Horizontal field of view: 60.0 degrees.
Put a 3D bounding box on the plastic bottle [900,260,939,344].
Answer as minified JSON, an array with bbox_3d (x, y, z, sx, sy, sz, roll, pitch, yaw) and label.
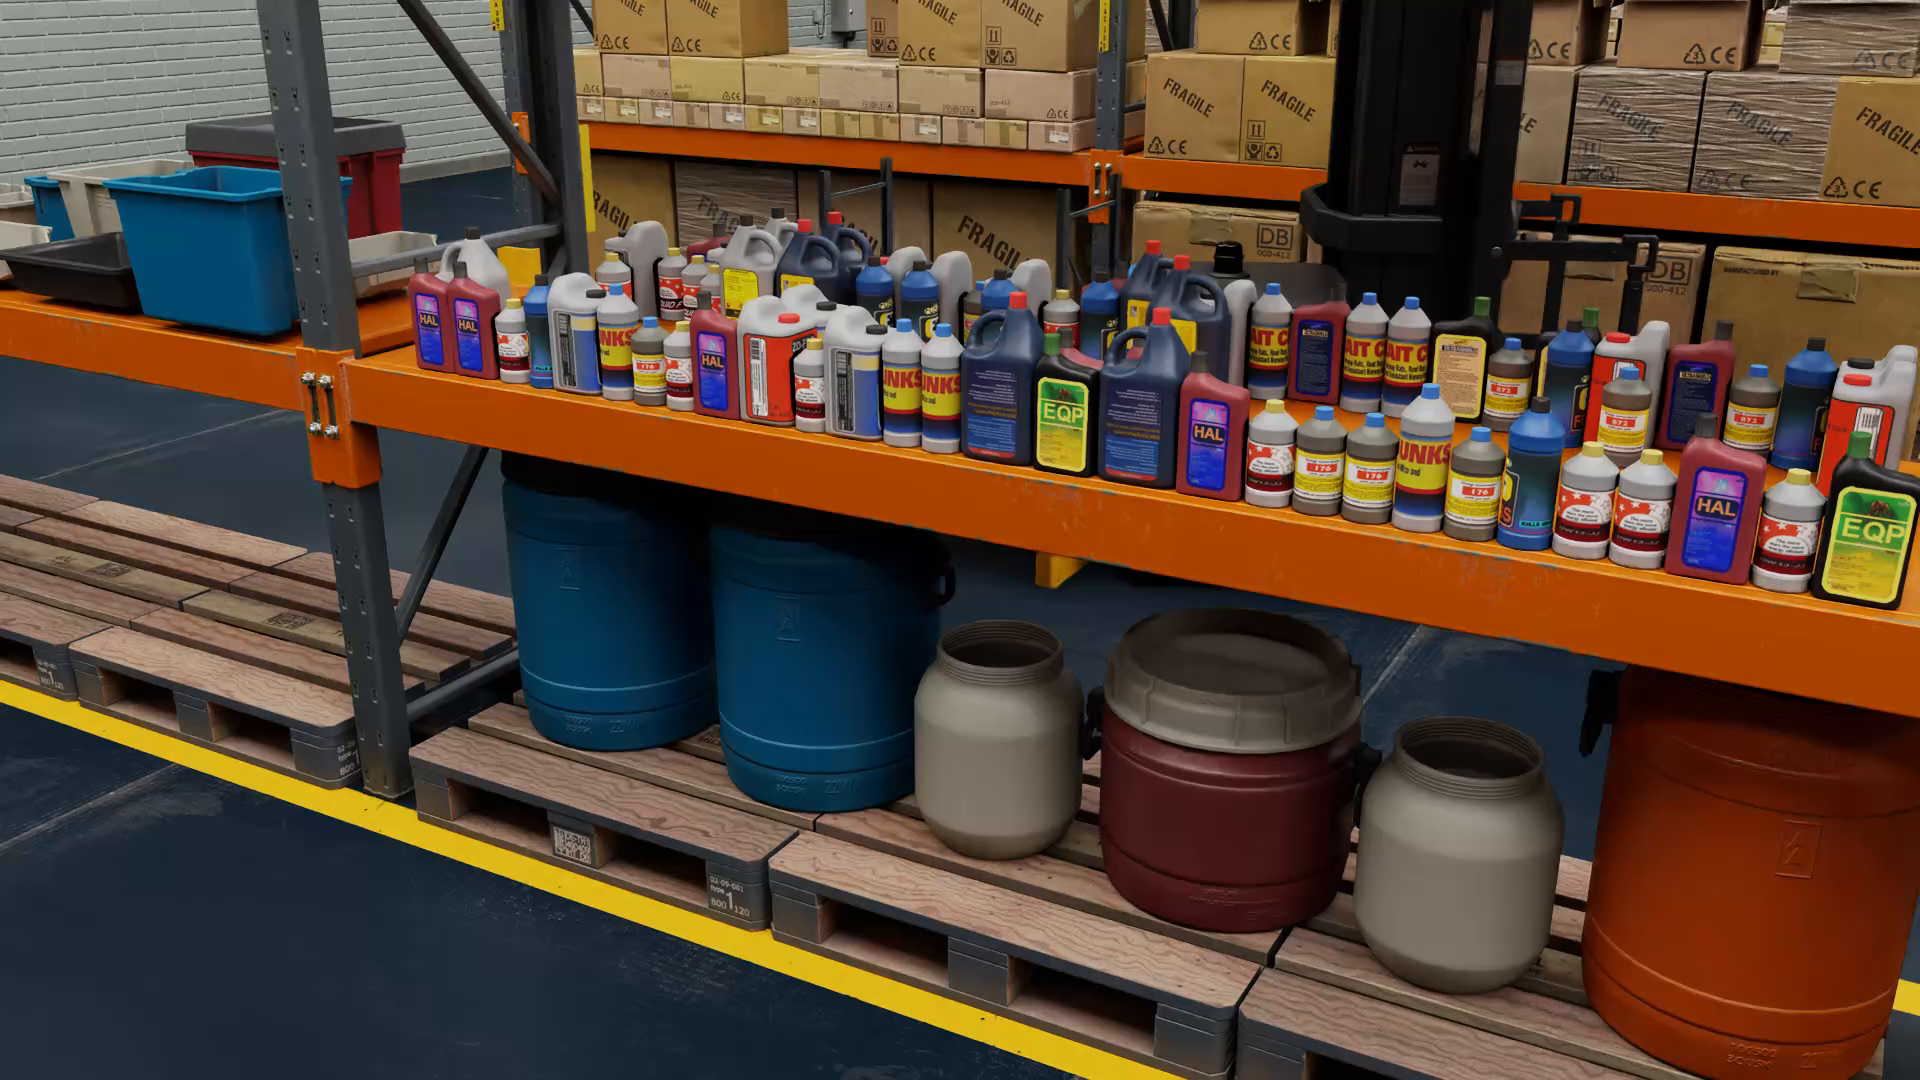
[{"bbox_3d":[-0.103,-0.576,4.243,0.097,0.271,0.097,0,20,0],"label":"plastic bottle"}]

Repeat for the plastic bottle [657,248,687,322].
[{"bbox_3d":[-0.820,-0.739,4.796,0.097,0.201,0.097,0,20,0],"label":"plastic bottle"}]

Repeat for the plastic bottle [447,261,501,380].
[{"bbox_3d":[-1.208,-0.548,4.149,0.133,0.283,0.061,11,23,27],"label":"plastic bottle"}]

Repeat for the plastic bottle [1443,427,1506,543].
[{"bbox_3d":[0.946,-0.106,3.051,0.097,0.201,0.097,0,20,0],"label":"plastic bottle"}]

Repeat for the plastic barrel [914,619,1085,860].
[{"bbox_3d":[0.098,0.493,4.141,0.421,0.512,0.421,0,20,0],"label":"plastic barrel"}]

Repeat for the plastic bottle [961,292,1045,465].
[{"bbox_3d":[0.100,-0.347,3.495,0.185,0.351,0.144,11,23,27],"label":"plastic bottle"}]

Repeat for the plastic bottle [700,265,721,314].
[{"bbox_3d":[-0.661,-0.650,4.548,0.097,0.201,0.097,0,20,0],"label":"plastic bottle"}]

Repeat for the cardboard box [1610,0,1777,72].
[{"bbox_3d":[3.273,-2.377,7.401,0.637,0.503,0.797,11,23,29],"label":"cardboard box"}]

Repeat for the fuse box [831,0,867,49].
[{"bbox_3d":[-1.462,-6.829,23.183,0.414,1.711,0.539,11,23,27],"label":"fuse box"}]

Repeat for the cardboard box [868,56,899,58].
[{"bbox_3d":[-0.190,-2.682,9.643,0.500,0.250,0.500,11,23,29],"label":"cardboard box"}]

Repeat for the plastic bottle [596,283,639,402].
[{"bbox_3d":[-0.811,-0.474,3.962,0.097,0.271,0.097,0,20,0],"label":"plastic bottle"}]

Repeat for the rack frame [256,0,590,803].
[{"bbox_3d":[-1.437,-0.813,4.708,0.127,3.000,1.000,11,23,27],"label":"rack frame"}]

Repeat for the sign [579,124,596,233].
[{"bbox_3d":[-1.167,-1.107,5.112,0.005,0.325,0.100,11,23,27],"label":"sign"}]

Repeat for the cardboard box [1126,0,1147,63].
[{"bbox_3d":[0.685,-2.865,9.049,0.500,0.500,0.500,11,23,27],"label":"cardboard box"}]

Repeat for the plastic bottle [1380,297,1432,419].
[{"bbox_3d":[1.026,-0.421,3.815,0.097,0.271,0.097,0,20,0],"label":"plastic bottle"}]

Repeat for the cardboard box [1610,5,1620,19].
[{"bbox_3d":[4.515,-3.731,11.633,0.250,0.149,0.380,11,22,27],"label":"cardboard box"}]

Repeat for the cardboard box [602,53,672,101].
[{"bbox_3d":[-1.769,-2.778,9.907,0.500,0.250,0.500,10,22,27],"label":"cardboard box"}]

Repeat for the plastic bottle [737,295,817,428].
[{"bbox_3d":[-0.410,-0.411,3.780,0.135,0.276,0.152,11,23,27],"label":"plastic bottle"}]

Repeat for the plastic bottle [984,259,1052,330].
[{"bbox_3d":[0.144,-0.580,4.247,0.135,0.276,0.152,11,23,27],"label":"plastic bottle"}]

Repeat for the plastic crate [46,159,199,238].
[{"bbox_3d":[-2.680,-1.095,5.569,0.530,0.282,0.437,11,23,27],"label":"plastic crate"}]

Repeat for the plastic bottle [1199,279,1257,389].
[{"bbox_3d":[0.625,-0.489,3.995,0.135,0.276,0.152,11,23,27],"label":"plastic bottle"}]

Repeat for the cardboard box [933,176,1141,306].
[{"bbox_3d":[0.442,-1.620,9.432,0.875,0.875,0.875,11,23,27],"label":"cardboard box"}]

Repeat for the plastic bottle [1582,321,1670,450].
[{"bbox_3d":[1.431,-0.335,3.571,0.135,0.276,0.152,11,23,27],"label":"plastic bottle"}]

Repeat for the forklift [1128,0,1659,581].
[{"bbox_3d":[2.152,-1.338,6.255,3.031,2.935,1.130,2,20,4],"label":"forklift"}]

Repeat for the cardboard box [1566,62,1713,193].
[{"bbox_3d":[3.032,-1.848,7.414,0.500,0.500,0.500,10,22,26],"label":"cardboard box"}]

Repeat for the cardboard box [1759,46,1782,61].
[{"bbox_3d":[5.431,-3.278,11.256,0.250,0.149,0.380,10,22,25],"label":"cardboard box"}]

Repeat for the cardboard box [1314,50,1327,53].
[{"bbox_3d":[1.949,-2.254,8.533,0.500,0.500,0.500,12,23,29],"label":"cardboard box"}]

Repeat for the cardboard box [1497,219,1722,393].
[{"bbox_3d":[3.104,-1.093,7.978,0.875,0.875,1.225,11,23,27],"label":"cardboard box"}]

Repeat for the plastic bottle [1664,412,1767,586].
[{"bbox_3d":[1.293,-0.072,2.835,0.133,0.283,0.061,11,23,27],"label":"plastic bottle"}]

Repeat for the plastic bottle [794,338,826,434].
[{"bbox_3d":[-0.322,-0.348,3.717,0.097,0.201,0.097,0,20,0],"label":"plastic bottle"}]

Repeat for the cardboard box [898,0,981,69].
[{"bbox_3d":[0.012,-2.791,8.844,0.500,0.500,0.500,11,23,28],"label":"cardboard box"}]

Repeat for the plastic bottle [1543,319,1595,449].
[{"bbox_3d":[1.314,-0.342,3.598,0.097,0.271,0.097,0,20,0],"label":"plastic bottle"}]

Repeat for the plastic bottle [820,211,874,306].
[{"bbox_3d":[-0.313,-0.704,4.479,0.185,0.351,0.144,11,23,27],"label":"plastic bottle"}]

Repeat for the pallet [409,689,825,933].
[{"bbox_3d":[-0.783,0.638,4.796,1.213,0.211,1.003,11,23,27],"label":"pallet"}]

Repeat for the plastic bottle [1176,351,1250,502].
[{"bbox_3d":[0.496,-0.224,3.254,0.133,0.283,0.061,11,23,27],"label":"plastic bottle"}]

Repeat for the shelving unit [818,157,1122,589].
[{"bbox_3d":[0.026,-0.693,6.577,1.083,1.500,0.587,11,23,27],"label":"shelving unit"}]

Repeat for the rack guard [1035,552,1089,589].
[{"bbox_3d":[0.461,-0.023,6.562,0.087,0.250,0.587,11,23,27],"label":"rack guard"}]

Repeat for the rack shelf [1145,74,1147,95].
[{"bbox_3d":[1.740,-3.742,13.837,4.000,0.370,1.077,11,23,27],"label":"rack shelf"}]

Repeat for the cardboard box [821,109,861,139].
[{"bbox_3d":[-0.569,-2.336,9.276,0.250,0.149,0.380,10,22,26],"label":"cardboard box"}]

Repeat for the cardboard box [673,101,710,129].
[{"bbox_3d":[-1.466,-2.507,9.747,0.250,0.149,0.380,10,22,26],"label":"cardboard box"}]

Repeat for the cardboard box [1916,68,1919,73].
[{"bbox_3d":[4.179,-1.831,7.368,0.500,0.500,0.500,12,23,29],"label":"cardboard box"}]

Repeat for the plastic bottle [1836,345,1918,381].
[{"bbox_3d":[1.835,-0.258,3.359,0.135,0.276,0.152,11,23,27],"label":"plastic bottle"}]

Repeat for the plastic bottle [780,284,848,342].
[{"bbox_3d":[-0.336,-0.456,3.905,0.135,0.276,0.152,11,23,27],"label":"plastic bottle"}]

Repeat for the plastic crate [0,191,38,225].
[{"bbox_3d":[-3.360,-1.166,5.979,0.250,0.136,0.298,11,23,27],"label":"plastic crate"}]

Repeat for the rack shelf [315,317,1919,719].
[{"bbox_3d":[0.309,-0.142,3.914,4.000,0.370,1.077,11,23,27],"label":"rack shelf"}]

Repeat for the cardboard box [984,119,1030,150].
[{"bbox_3d":[0.328,-2.166,8.805,0.250,0.149,0.380,11,23,28],"label":"cardboard box"}]

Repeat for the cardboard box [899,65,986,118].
[{"bbox_3d":[0.012,-2.438,8.970,0.500,0.250,0.500,12,23,29],"label":"cardboard box"}]

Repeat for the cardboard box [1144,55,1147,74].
[{"bbox_3d":[1.504,-3.899,13.583,0.250,0.149,0.380,12,23,29],"label":"cardboard box"}]
